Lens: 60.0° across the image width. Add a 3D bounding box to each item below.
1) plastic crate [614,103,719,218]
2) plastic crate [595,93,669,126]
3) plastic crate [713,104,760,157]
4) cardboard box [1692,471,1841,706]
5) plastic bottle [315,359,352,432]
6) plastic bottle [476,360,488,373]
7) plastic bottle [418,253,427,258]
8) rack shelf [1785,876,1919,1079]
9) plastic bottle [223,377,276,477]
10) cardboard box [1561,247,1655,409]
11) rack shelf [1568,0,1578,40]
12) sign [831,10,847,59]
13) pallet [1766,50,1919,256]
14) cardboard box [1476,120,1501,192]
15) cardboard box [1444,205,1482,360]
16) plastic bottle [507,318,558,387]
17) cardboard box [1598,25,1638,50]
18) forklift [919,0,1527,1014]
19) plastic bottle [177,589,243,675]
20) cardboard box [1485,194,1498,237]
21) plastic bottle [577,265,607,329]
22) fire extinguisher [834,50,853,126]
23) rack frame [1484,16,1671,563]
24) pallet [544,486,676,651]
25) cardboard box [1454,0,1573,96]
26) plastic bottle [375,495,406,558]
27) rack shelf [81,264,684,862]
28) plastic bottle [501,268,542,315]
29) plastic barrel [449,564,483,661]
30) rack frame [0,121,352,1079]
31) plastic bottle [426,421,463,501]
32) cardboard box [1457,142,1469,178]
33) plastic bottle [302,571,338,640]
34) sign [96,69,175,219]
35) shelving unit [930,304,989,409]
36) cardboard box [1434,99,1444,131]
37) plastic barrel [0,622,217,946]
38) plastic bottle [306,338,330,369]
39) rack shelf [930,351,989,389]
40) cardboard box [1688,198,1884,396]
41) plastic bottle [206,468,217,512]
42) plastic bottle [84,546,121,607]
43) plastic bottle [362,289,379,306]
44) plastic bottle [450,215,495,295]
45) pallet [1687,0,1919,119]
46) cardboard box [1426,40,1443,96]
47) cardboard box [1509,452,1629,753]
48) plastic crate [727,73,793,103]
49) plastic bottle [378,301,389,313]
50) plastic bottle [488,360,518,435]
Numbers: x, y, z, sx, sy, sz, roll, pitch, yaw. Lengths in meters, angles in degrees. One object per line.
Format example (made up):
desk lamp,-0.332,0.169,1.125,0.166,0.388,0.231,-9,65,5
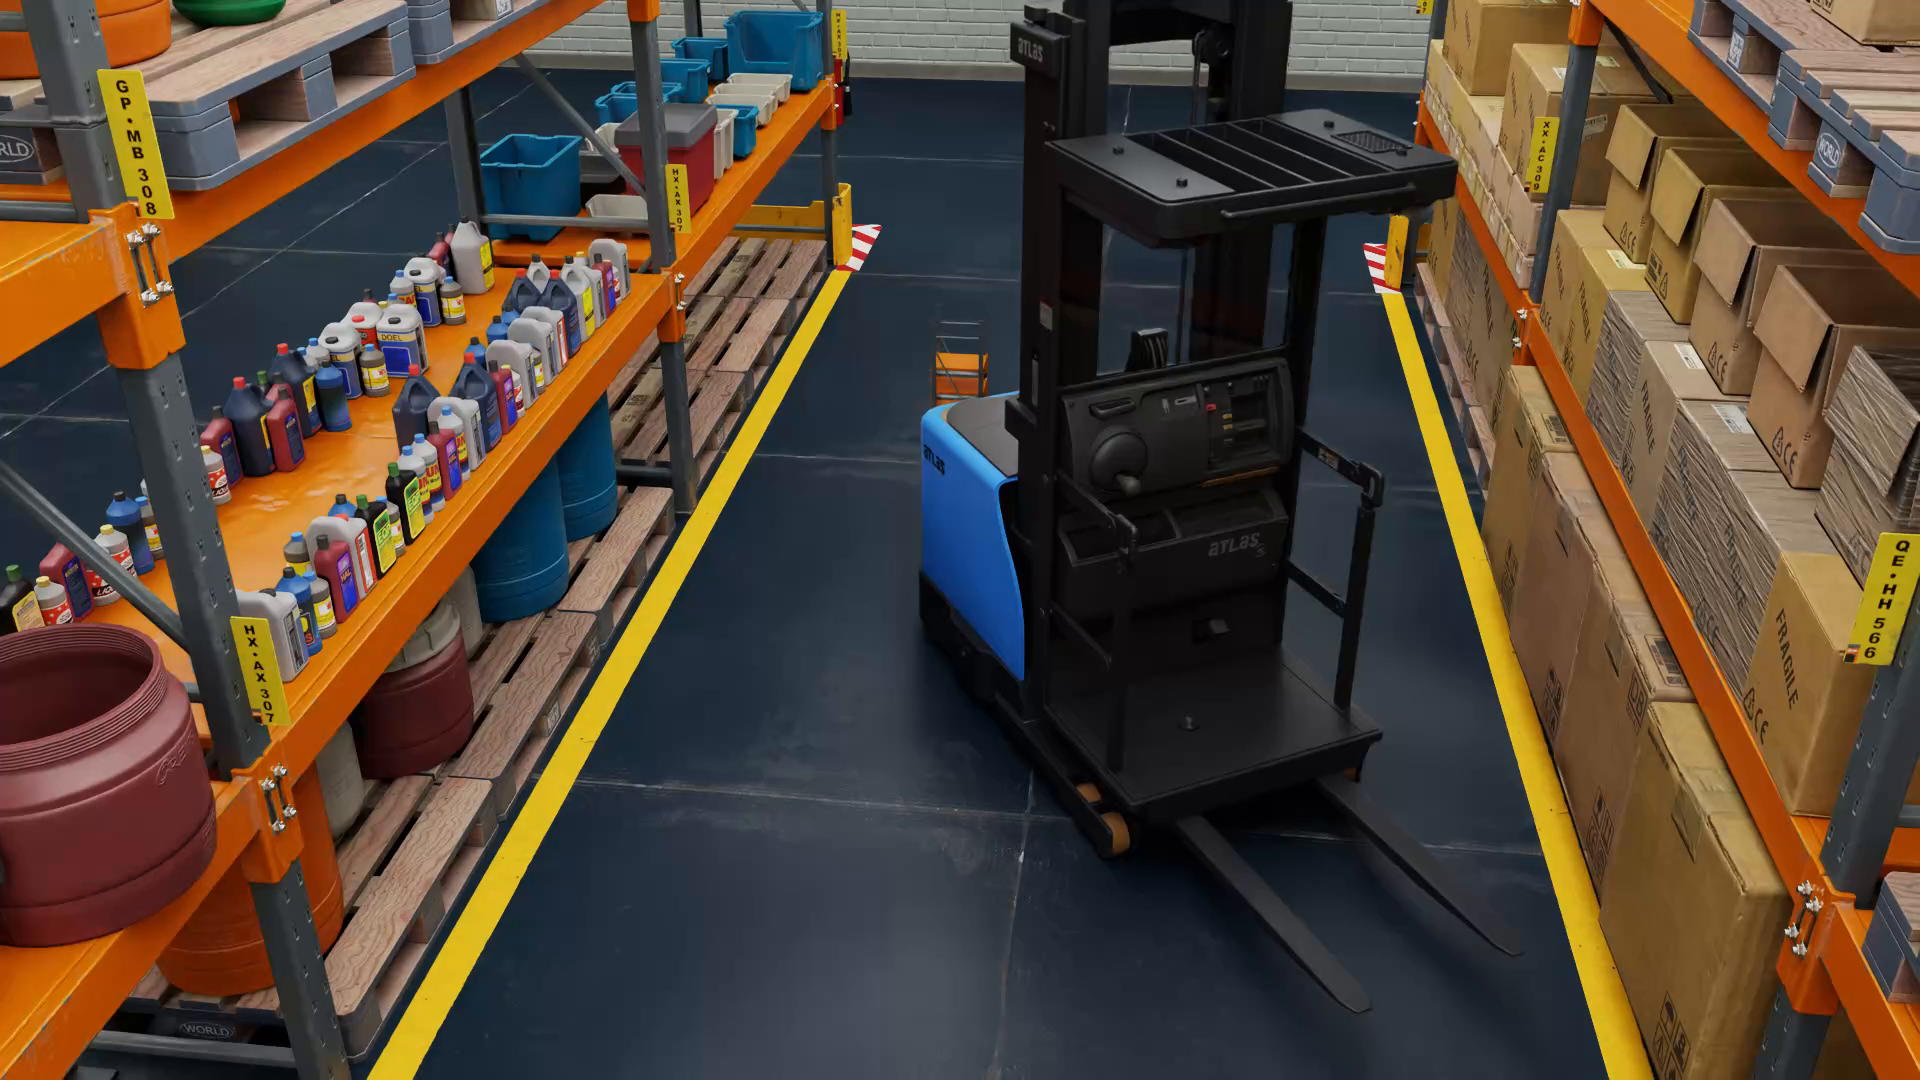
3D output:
plastic crate,-1.499,-1.959,8.593,0.402,0.464,0.583,3,28,6
plastic crate,-1.922,-2.476,9.797,0.416,0.233,0.300,3,28,6
plastic crate,-1.364,-2.353,9.568,0.416,0.233,0.300,3,28,6
cardboard box,2.450,0.147,4.709,0.500,0.500,0.500,3,28,6
plastic bottle,-2.356,-0.548,6.241,0.097,0.271,0.097,0,28,0
plastic bottle,-1.800,-0.541,6.226,0.097,0.271,0.097,0,28,0
plastic bottle,-2.350,-1.130,7.321,0.097,0.271,0.097,0,28,0
rack shelf,2.323,1.930,2.263,1.077,0.370,4.000,3,28,6
plastic bottle,-2.520,-0.420,5.919,0.144,0.351,0.185,3,28,6
cardboard box,2.693,-0.816,6.497,0.500,0.500,0.500,3,28,6
rack shelf,3.304,-3.156,8.542,1.077,0.370,4.000,3,28,6
sign,-0.819,-3.429,11.281,0.100,0.325,0.005,3,28,6
pallet,2.595,-0.872,3.742,1.213,0.211,1.003,5,29,9
cardboard box,2.976,-1.983,8.613,0.500,0.250,0.500,4,29,7
cardboard box,3.438,-1.609,9.872,0.875,0.875,0.875,3,28,6
plastic bottle,-1.708,-0.767,6.642,0.152,0.276,0.135,3,28,6
cardboard box,3.498,-2.293,8.398,0.500,0.500,0.500,2,28,5
forklift,0.891,-0.364,5.835,1.130,2.935,3.031,-12,31,-21
plastic bottle,-2.124,0.245,4.764,0.152,0.276,0.135,3,28,6
cardboard box,2.865,-1.626,8.370,0.380,0.149,0.250,4,29,7
plastic bottle,-1.629,-1.068,7.200,0.152,0.276,0.135,3,28,6
fire extinguisher,-0.897,-3.228,11.554,0.296,0.674,0.183,3,28,6
rack frame,3.059,-1.211,7.335,1.000,3.000,0.127,3,28,6
pallet,-1.993,0.090,7.861,1.003,0.211,1.213,3,28,6
cardboard box,3.103,-2.799,9.337,0.500,0.500,0.500,3,28,5
plastic bottle,-1.859,-0.047,5.384,0.097,0.201,0.097,0,28,0
rack shelf,-2.102,-0.241,6.293,1.077,0.370,4.000,3,28,6
plastic bottle,-1.811,-0.947,6.897,0.144,0.351,0.185,3,28,6
plastic barrel,-2.185,0.261,6.784,0.421,0.512,0.421,0,28,0
rack frame,-2.347,0.384,4.375,1.000,3.000,0.127,3,28,6
plastic bottle,-1.787,-0.291,5.750,0.061,0.283,0.133,3,28,6
cardboard box,2.991,-2.111,9.271,0.380,0.149,0.250,3,28,5
plastic bottle,-1.920,0.188,4.948,0.097,0.201,0.097,0,28,0
sign,-1.800,-0.862,3.635,0.100,0.325,0.005,3,28,6
shelving unit,-0.002,-0.521,7.953,0.258,1.200,0.189,3,28,6
cardboard box,3.117,-2.594,10.167,0.380,0.149,0.250,3,28,5
plastic barrel,-2.103,0.560,3.904,0.600,0.536,0.708,3,28,6
plastic bottle,-2.475,-0.648,6.427,0.097,0.271,0.097,0,28,0
rack shelf,-0.002,-0.799,7.803,0.258,0.103,0.180,3,28,6
cardboard box,2.832,-0.780,5.371,0.797,0.503,0.637,4,29,8
plastic bottle,-2.589,-0.181,5.632,0.097,0.201,0.097,0,28,0
plastic bottle,-2.661,0.094,5.122,0.097,0.201,0.097,0,28,0
plastic bottle,-2.434,-0.882,6.847,0.061,0.283,0.133,3,28,6
plastic bottle,-2.227,-1.311,7.573,0.144,0.351,0.185,3,28,6
pallet,2.729,-1.398,4.719,1.003,0.211,1.213,5,29,9
cardboard box,3.222,-2.949,10.405,0.500,0.250,0.500,3,28,5
cardboard box,2.891,0.263,6.397,1.225,0.875,0.875,2,28,4
plastic crate,-1.287,-2.898,10.681,0.396,0.136,0.243,3,28,6
plastic bottle,-2.402,-0.899,6.965,0.097,0.201,0.097,0,28,0
plastic bottle,-1.719,-0.550,6.231,0.061,0.283,0.133,3,28,6
